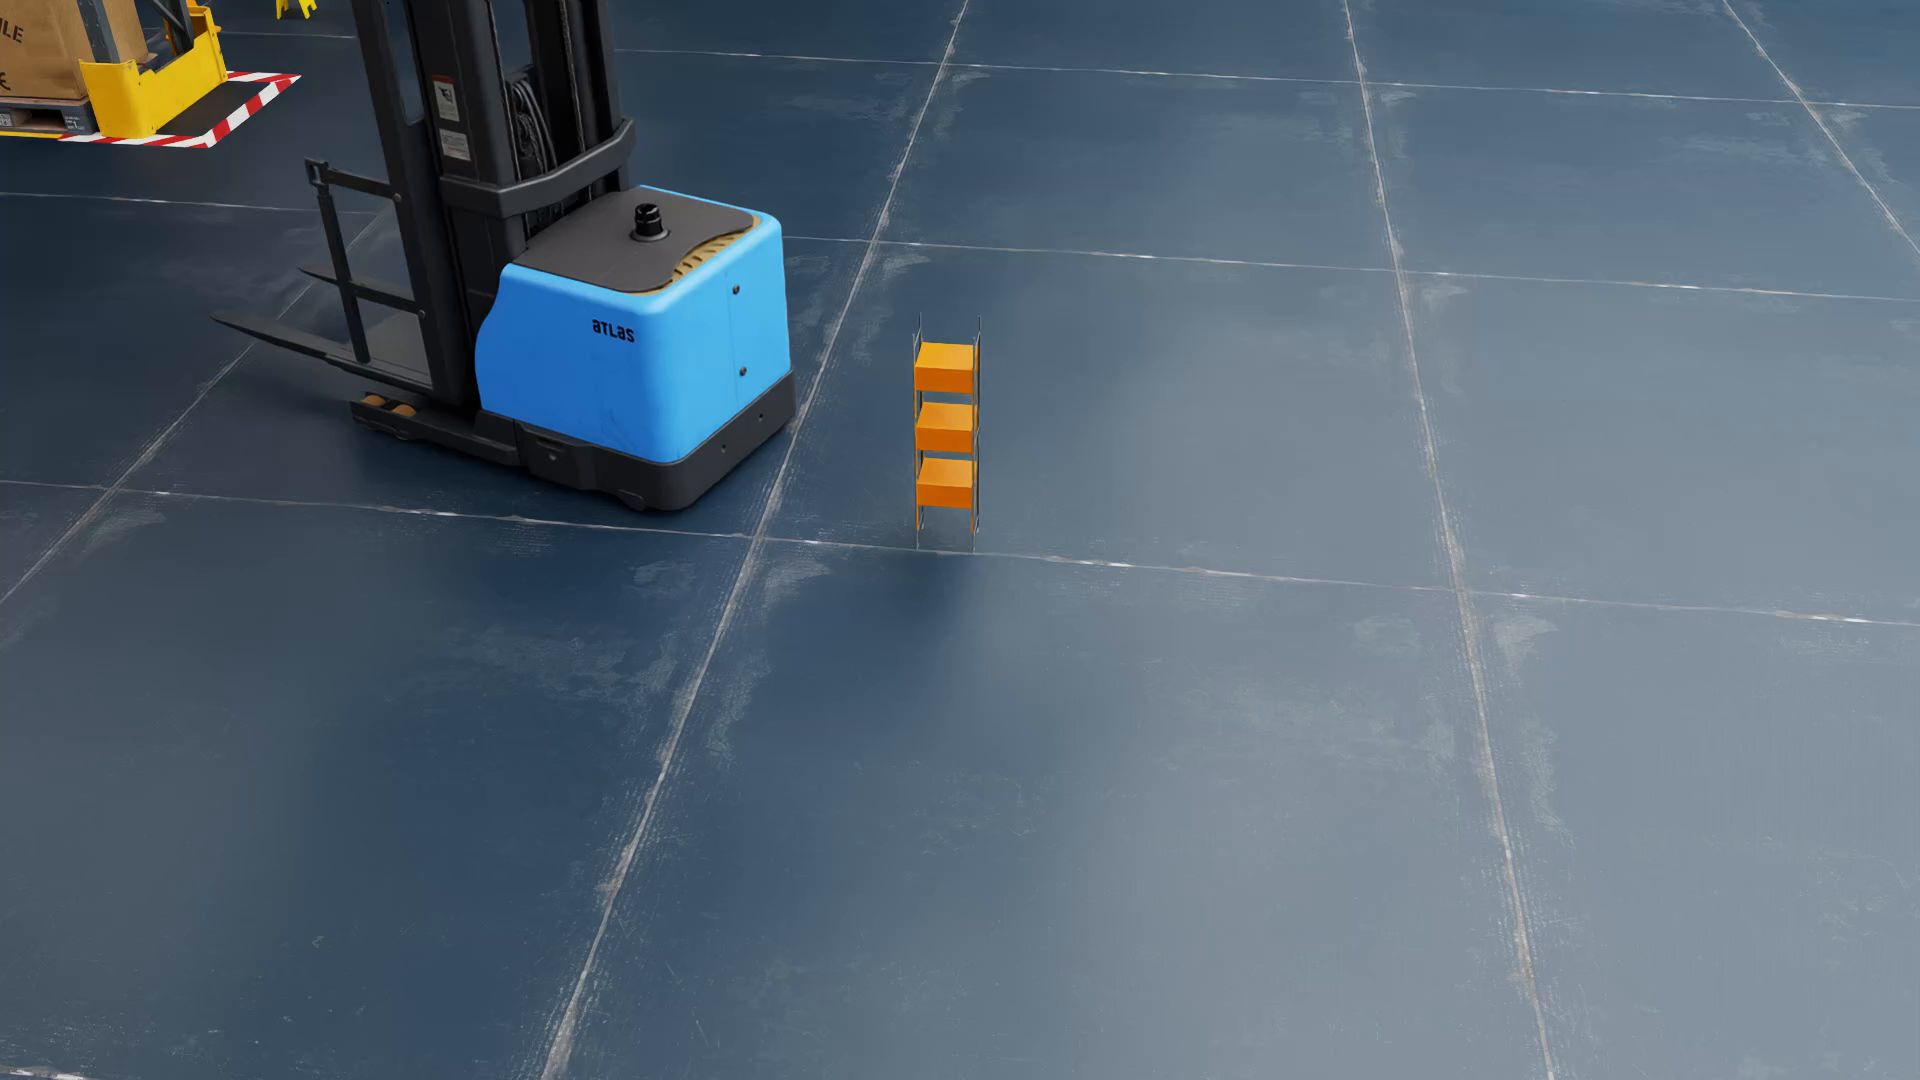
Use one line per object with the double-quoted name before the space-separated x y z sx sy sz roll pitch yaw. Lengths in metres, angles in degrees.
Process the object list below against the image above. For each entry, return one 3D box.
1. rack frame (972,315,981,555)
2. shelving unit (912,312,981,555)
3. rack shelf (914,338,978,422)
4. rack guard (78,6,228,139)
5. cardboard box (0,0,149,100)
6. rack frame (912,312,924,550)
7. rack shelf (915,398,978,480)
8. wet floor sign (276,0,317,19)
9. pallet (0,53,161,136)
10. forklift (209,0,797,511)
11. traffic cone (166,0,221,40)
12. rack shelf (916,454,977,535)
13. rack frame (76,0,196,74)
"rack frame" 0.068 -0.422 6.938 0.008 1.050 0.200 4 36 6
"shelving unit" -0.053 -0.431 6.951 0.252 1.050 0.215 4 36 6
"rack shelf" -0.053 -0.654 6.792 0.240 0.259 0.215 4 36 6
"rack guard" -5.452 -3.189 11.288 0.348 0.500 1.175 4 36 6
"cardboard box" -6.157 -3.527 11.077 0.875 0.875 0.875 4 36 6
"rack frame" -0.174 -0.440 6.963 0.008 1.050 0.200 4 36 6
"rack shelf" -0.053 -0.423 6.957 0.240 0.259 0.215 4 36 6
"wet floor sign" -5.195 -4.389 12.844 0.232 0.644 0.267 -2 36 -2
"pallet" -6.279 -3.087 11.394 1.213 0.211 1.003 4 36 6
"forklift" -2.333 -1.920 7.417 3.031 2.935 1.130 17 39 22
"traffic cone" -5.822 -4.033 12.503 0.334 0.463 0.336 4 36 6
"rack shelf" -0.053 -0.196 7.118 0.240 0.259 0.215 4 36 6
"rack frame" -5.476 -4.208 10.564 0.127 3.000 1.000 4 36 6
